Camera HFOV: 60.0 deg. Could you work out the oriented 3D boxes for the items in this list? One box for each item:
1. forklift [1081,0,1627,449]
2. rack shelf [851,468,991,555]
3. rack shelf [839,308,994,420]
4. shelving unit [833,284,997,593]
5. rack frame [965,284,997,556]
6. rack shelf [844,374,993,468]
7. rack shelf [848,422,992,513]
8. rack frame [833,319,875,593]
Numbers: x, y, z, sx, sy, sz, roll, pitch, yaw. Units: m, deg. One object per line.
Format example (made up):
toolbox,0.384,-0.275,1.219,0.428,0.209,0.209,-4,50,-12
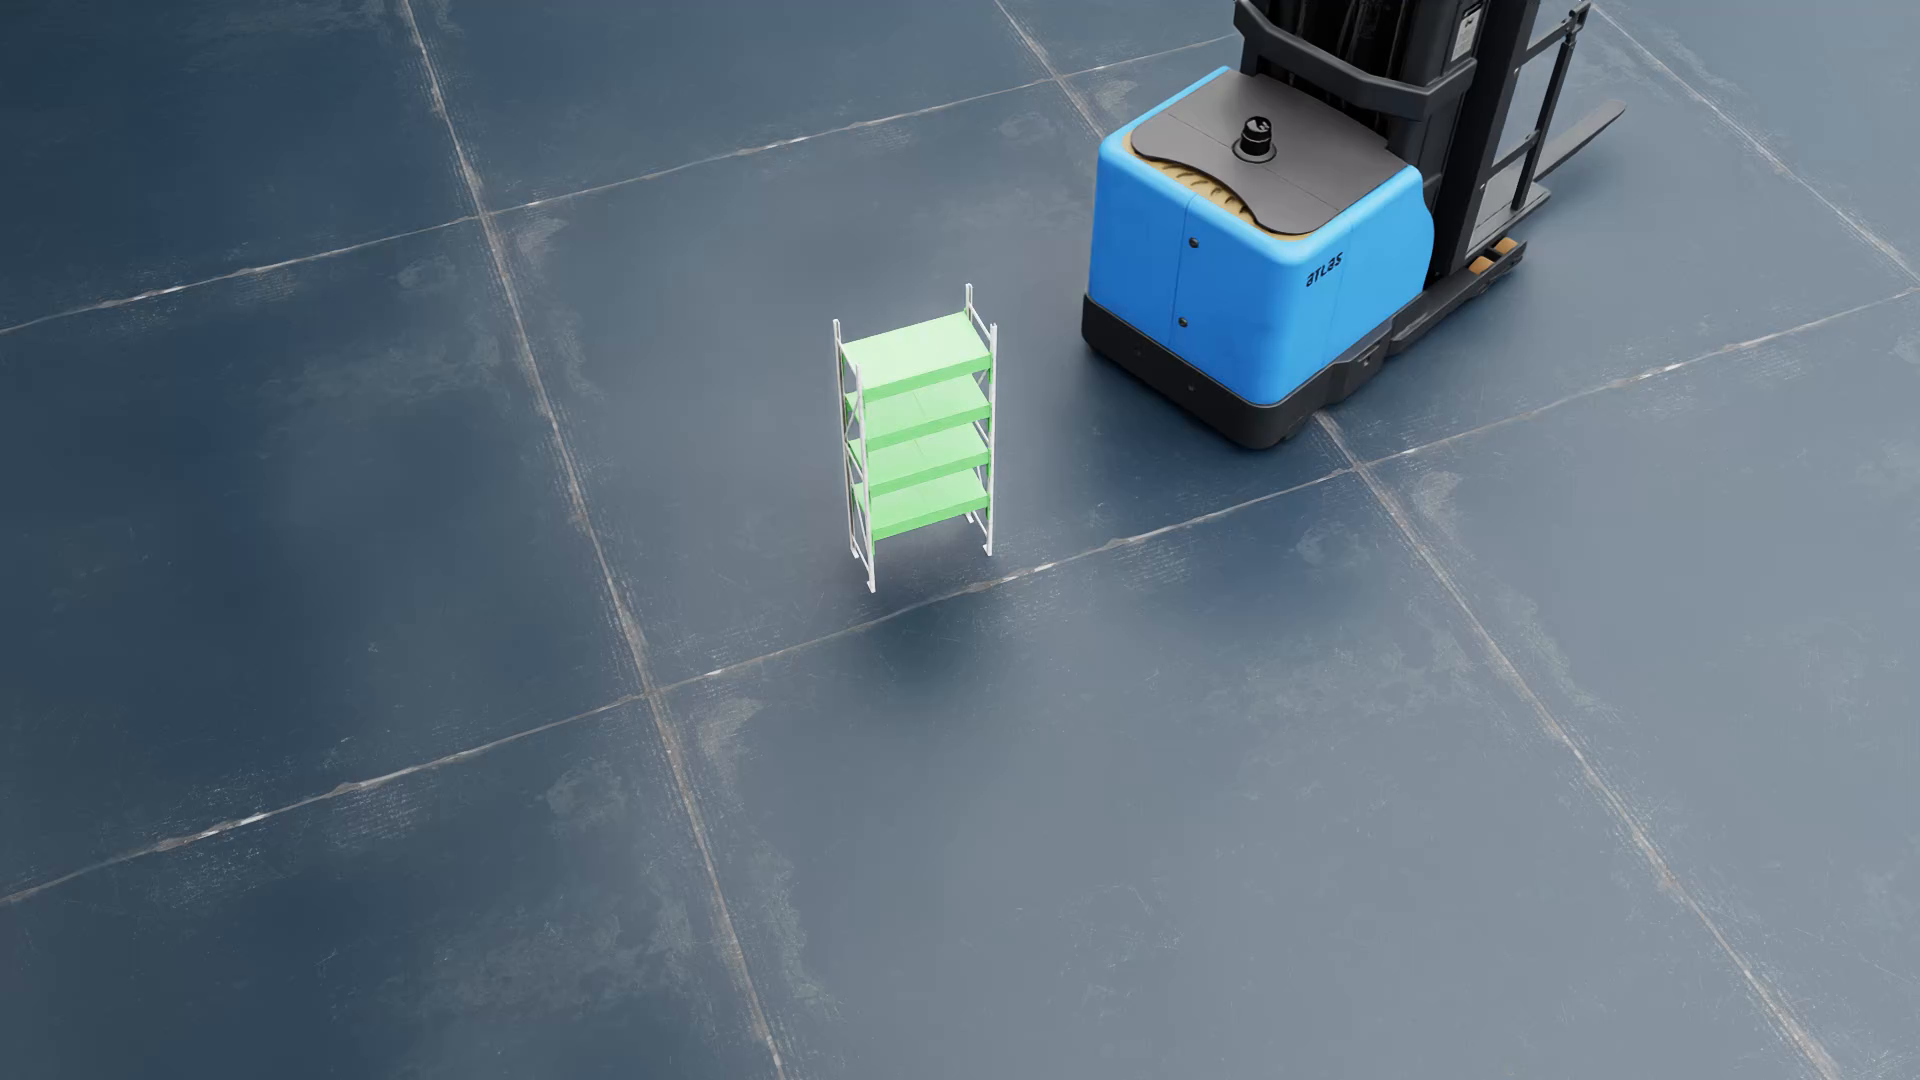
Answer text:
forklift,1.941,-2.330,6.659,3.031,2.935,1.130,-36,58,-27
rack shelf,-0.153,-0.145,6.325,0.480,0.148,0.258,-17,52,-14
rack shelf,-0.153,-0.615,5.779,0.480,0.148,0.258,-17,52,-14
shelving unit,-0.153,-0.343,6.095,0.503,1.200,0.258,-17,52,-14
rack frame,0.073,-0.413,6.155,0.015,1.200,0.240,-17,52,-14
rack shelf,-0.153,-0.458,5.961,0.480,0.148,0.258,-17,52,-14
rack shelf,-0.153,-0.302,6.143,0.480,0.148,0.258,-17,52,-14
rack frame,-0.379,-0.273,6.035,0.015,1.200,0.240,-17,52,-14
